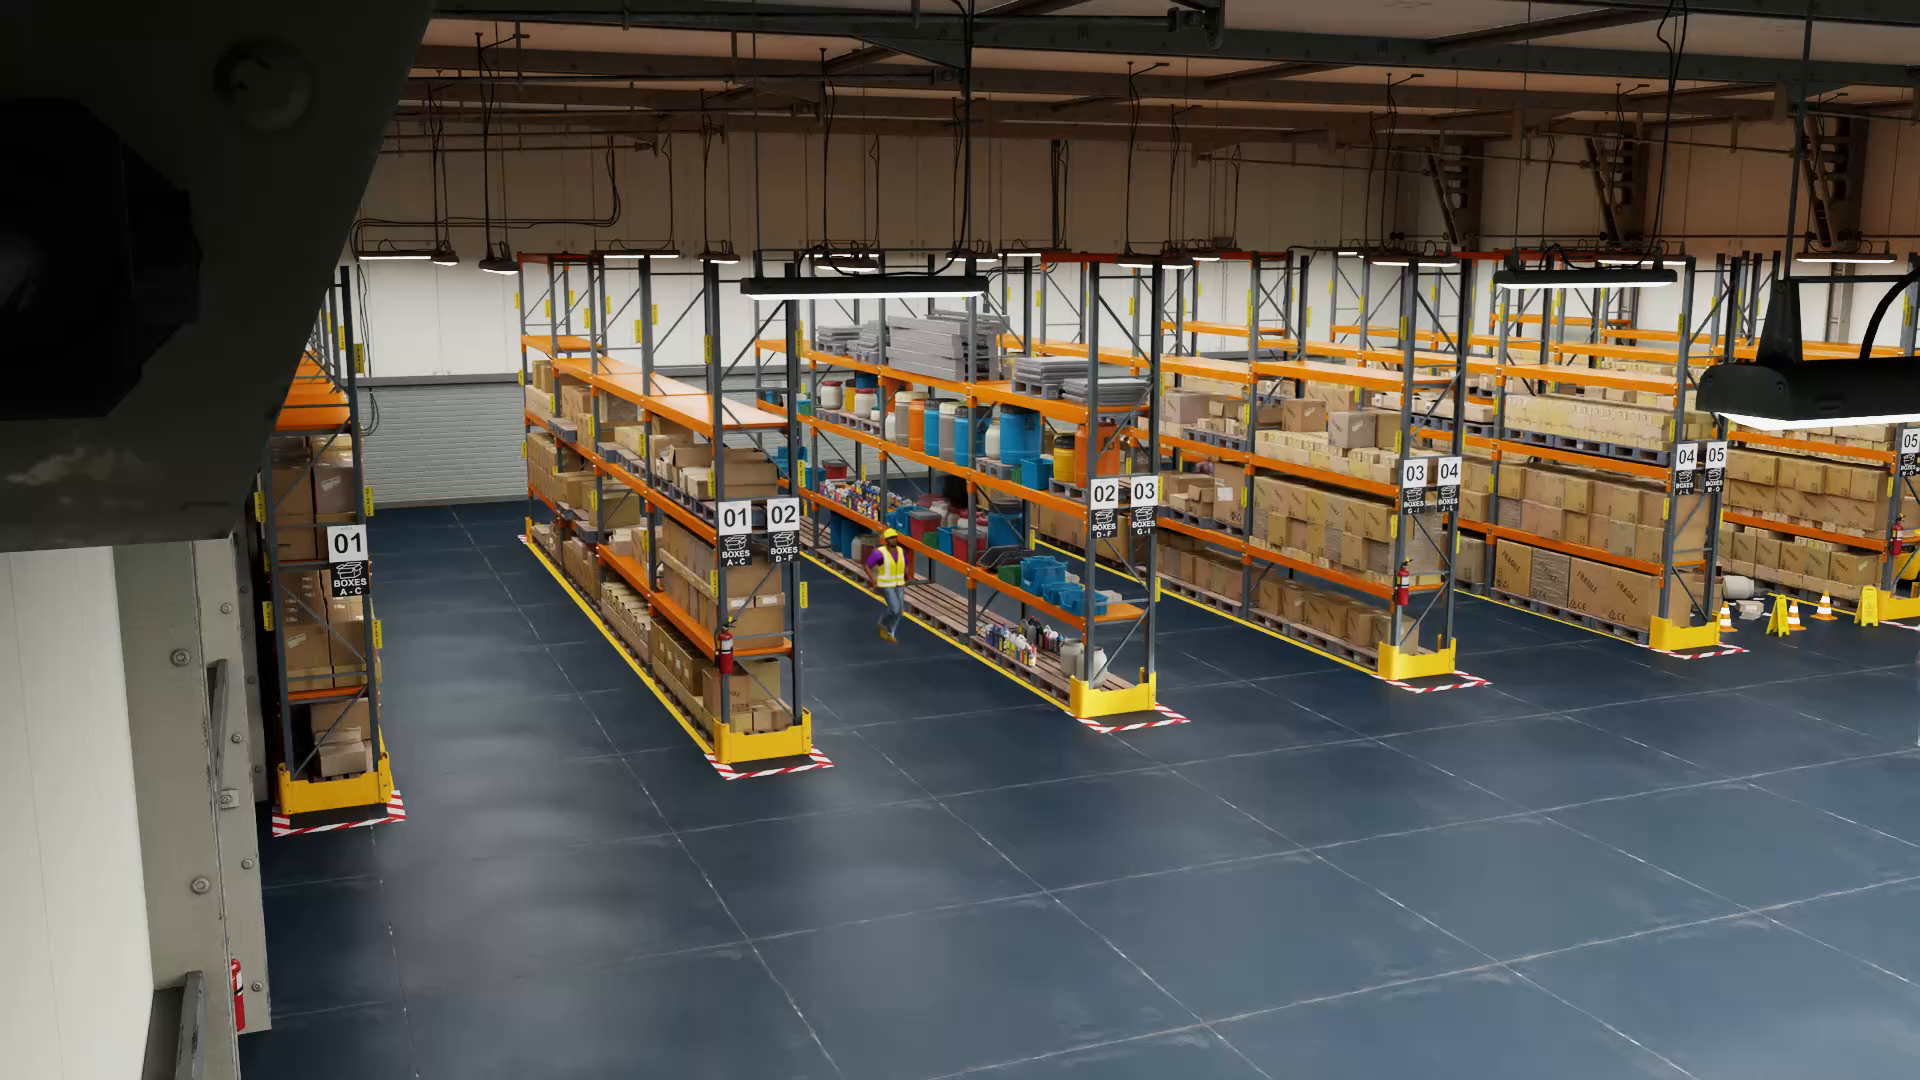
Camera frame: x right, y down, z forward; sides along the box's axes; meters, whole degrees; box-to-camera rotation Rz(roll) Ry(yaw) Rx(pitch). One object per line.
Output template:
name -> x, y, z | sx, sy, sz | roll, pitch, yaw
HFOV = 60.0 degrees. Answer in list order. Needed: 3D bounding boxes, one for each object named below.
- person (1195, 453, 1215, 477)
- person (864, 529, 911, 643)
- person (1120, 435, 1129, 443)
person -> 5.378, -1.054, 35.841 | 0.729, 1.790, 1.048 | -4, 11, -19
person -> -1.002, 0.695, 24.830 | 0.698, 1.735, 0.545 | -7, 13, -35
person -> 4.066, -1.917, 40.808 | 0.731, 1.731, 0.618 | 10, 14, 43
